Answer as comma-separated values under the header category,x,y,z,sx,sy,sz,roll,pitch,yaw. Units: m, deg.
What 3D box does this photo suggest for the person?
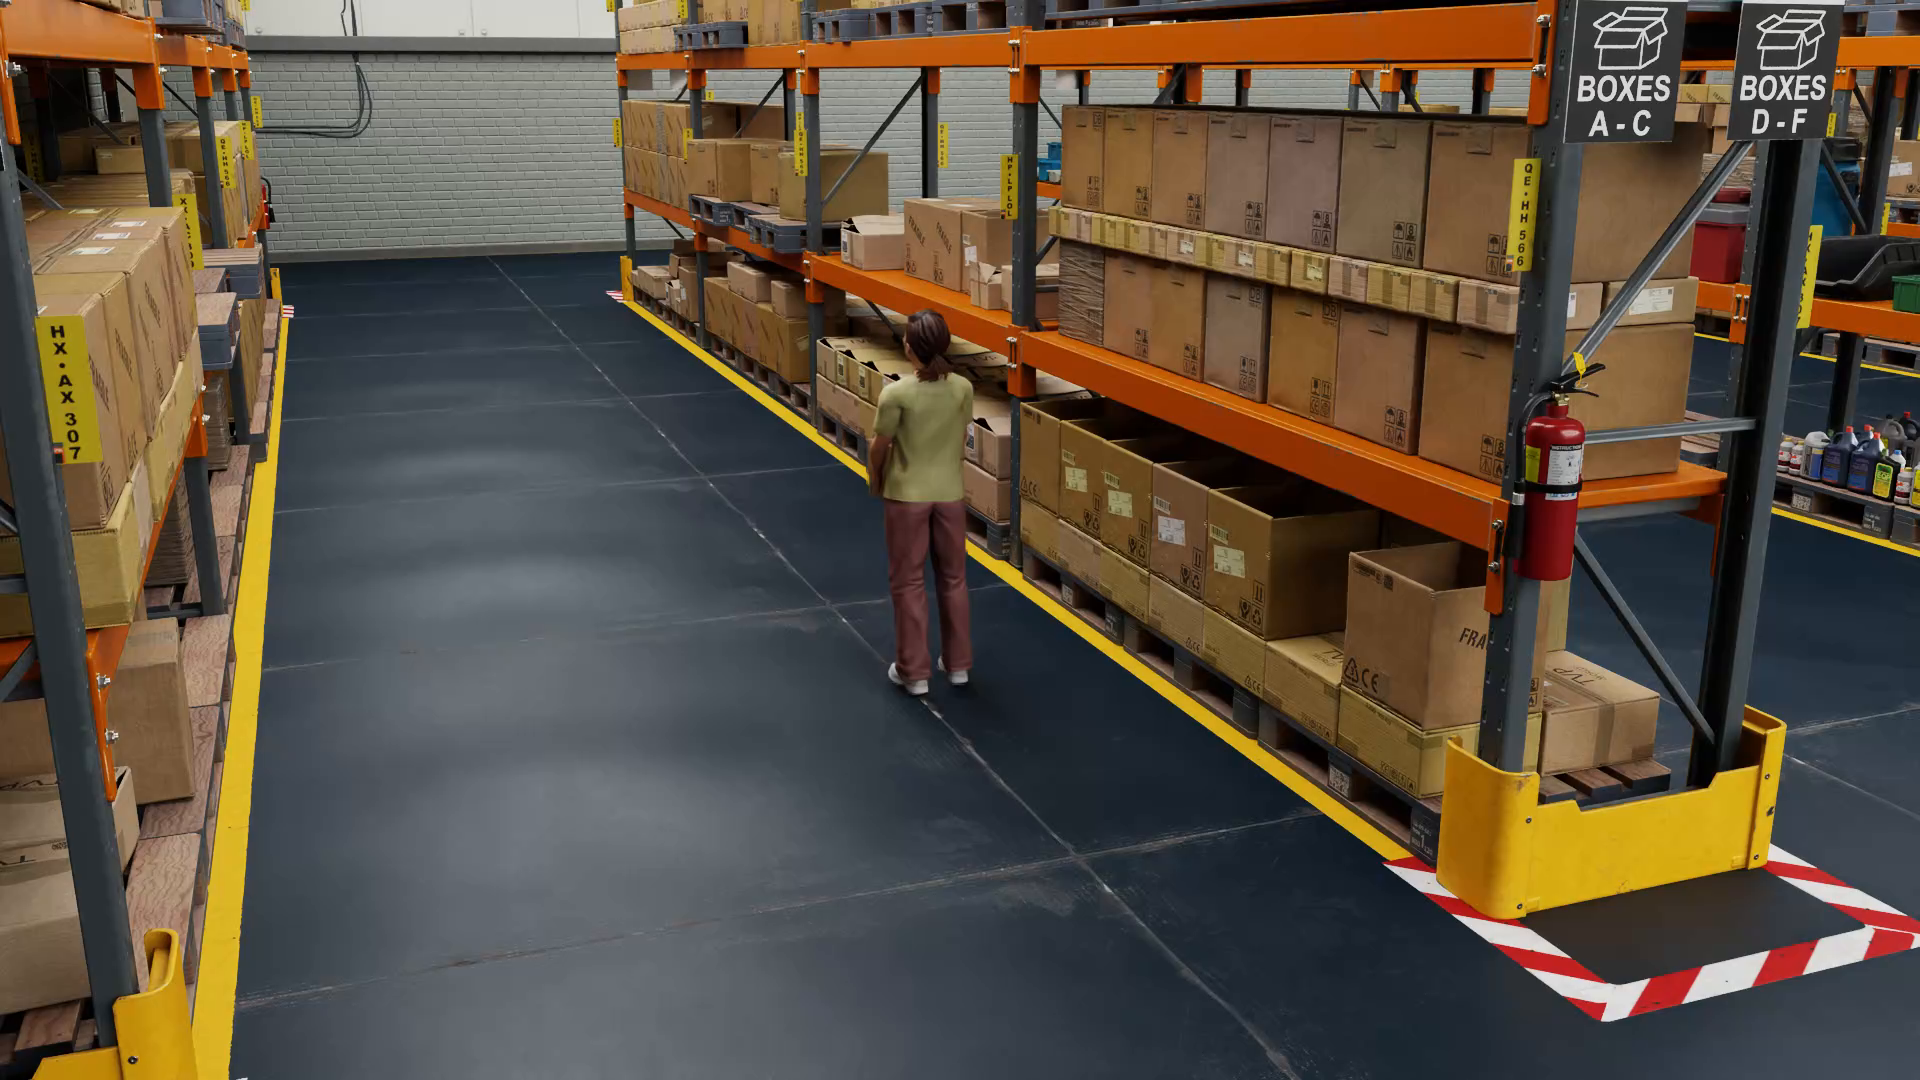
category,x,y,z,sx,sy,sz,roll,pitch,yaw
person,-0.165,-0.167,7.119,0.463,1.676,0.519,-6,17,-20
